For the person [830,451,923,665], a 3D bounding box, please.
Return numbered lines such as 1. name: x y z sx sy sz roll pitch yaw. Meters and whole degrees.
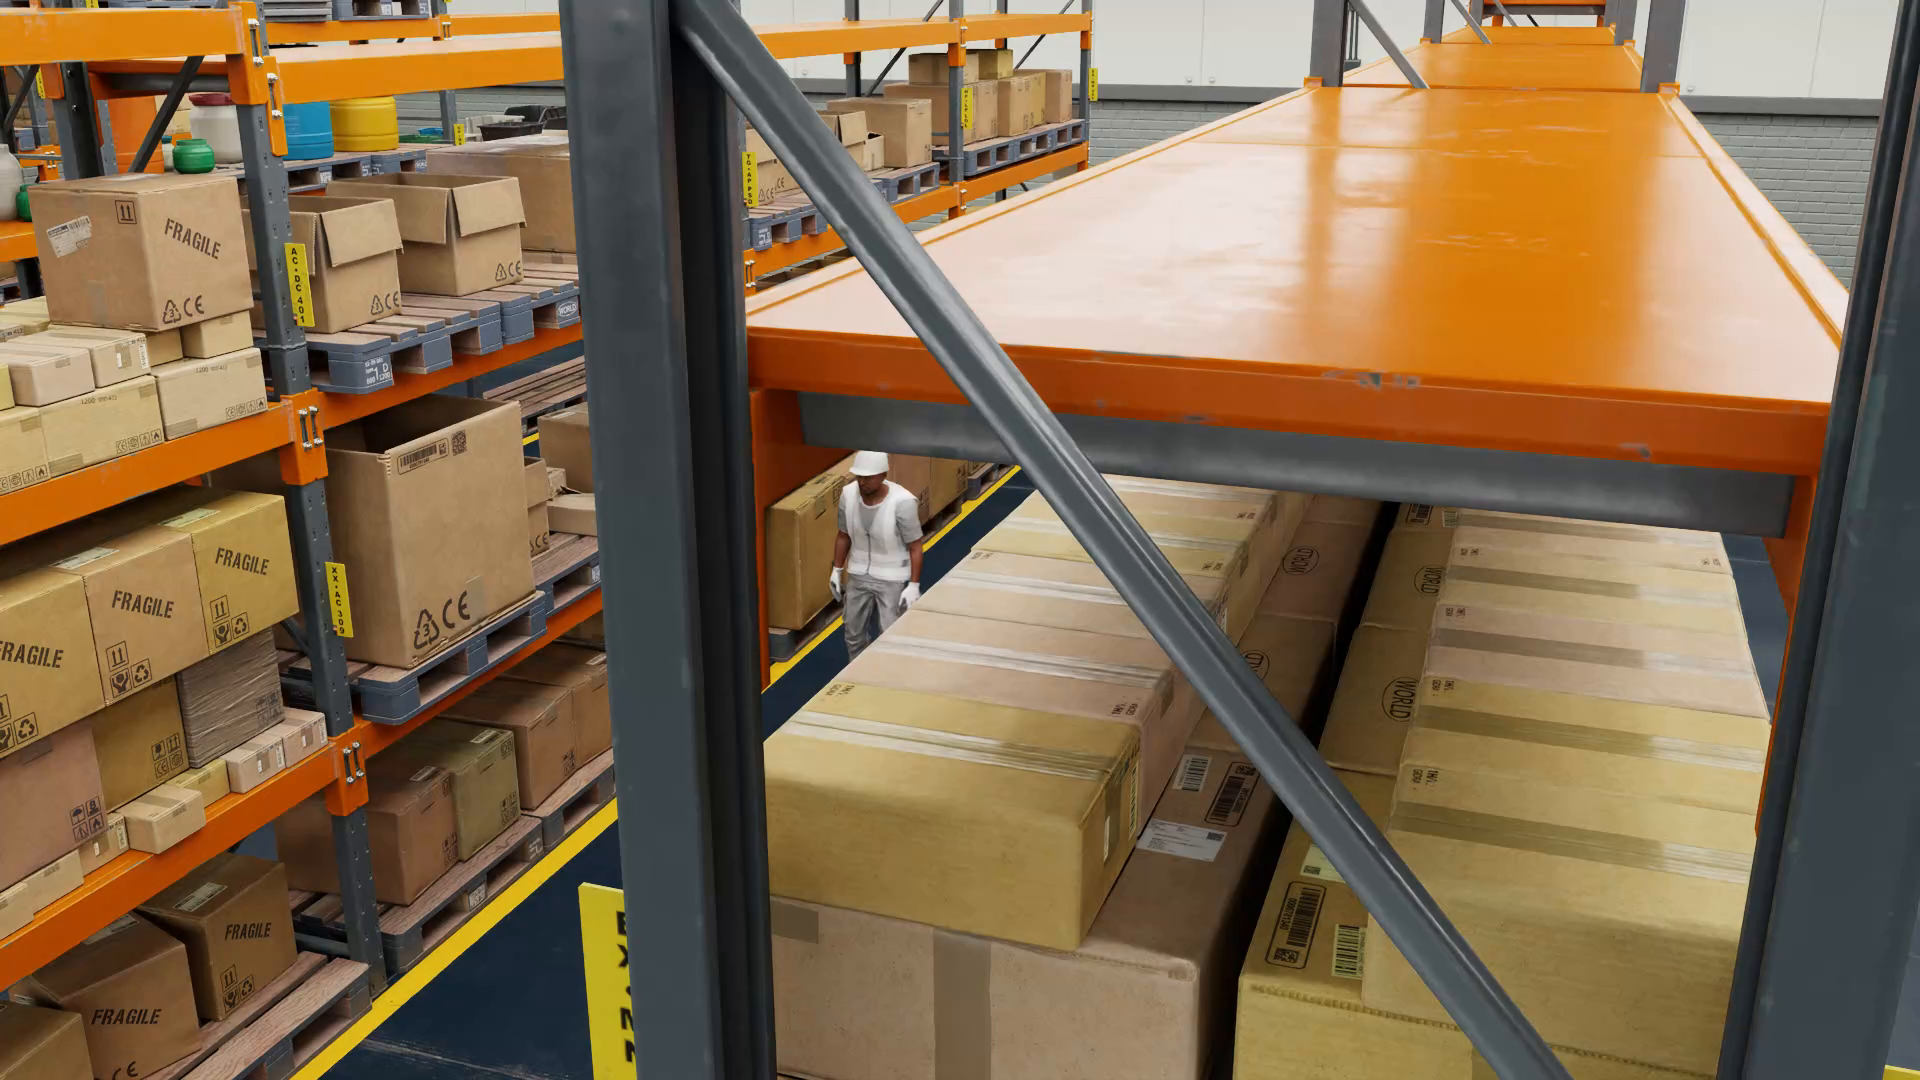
1. person: -0.521 0.260 10.266 0.622 1.774 0.453 10 21 27
